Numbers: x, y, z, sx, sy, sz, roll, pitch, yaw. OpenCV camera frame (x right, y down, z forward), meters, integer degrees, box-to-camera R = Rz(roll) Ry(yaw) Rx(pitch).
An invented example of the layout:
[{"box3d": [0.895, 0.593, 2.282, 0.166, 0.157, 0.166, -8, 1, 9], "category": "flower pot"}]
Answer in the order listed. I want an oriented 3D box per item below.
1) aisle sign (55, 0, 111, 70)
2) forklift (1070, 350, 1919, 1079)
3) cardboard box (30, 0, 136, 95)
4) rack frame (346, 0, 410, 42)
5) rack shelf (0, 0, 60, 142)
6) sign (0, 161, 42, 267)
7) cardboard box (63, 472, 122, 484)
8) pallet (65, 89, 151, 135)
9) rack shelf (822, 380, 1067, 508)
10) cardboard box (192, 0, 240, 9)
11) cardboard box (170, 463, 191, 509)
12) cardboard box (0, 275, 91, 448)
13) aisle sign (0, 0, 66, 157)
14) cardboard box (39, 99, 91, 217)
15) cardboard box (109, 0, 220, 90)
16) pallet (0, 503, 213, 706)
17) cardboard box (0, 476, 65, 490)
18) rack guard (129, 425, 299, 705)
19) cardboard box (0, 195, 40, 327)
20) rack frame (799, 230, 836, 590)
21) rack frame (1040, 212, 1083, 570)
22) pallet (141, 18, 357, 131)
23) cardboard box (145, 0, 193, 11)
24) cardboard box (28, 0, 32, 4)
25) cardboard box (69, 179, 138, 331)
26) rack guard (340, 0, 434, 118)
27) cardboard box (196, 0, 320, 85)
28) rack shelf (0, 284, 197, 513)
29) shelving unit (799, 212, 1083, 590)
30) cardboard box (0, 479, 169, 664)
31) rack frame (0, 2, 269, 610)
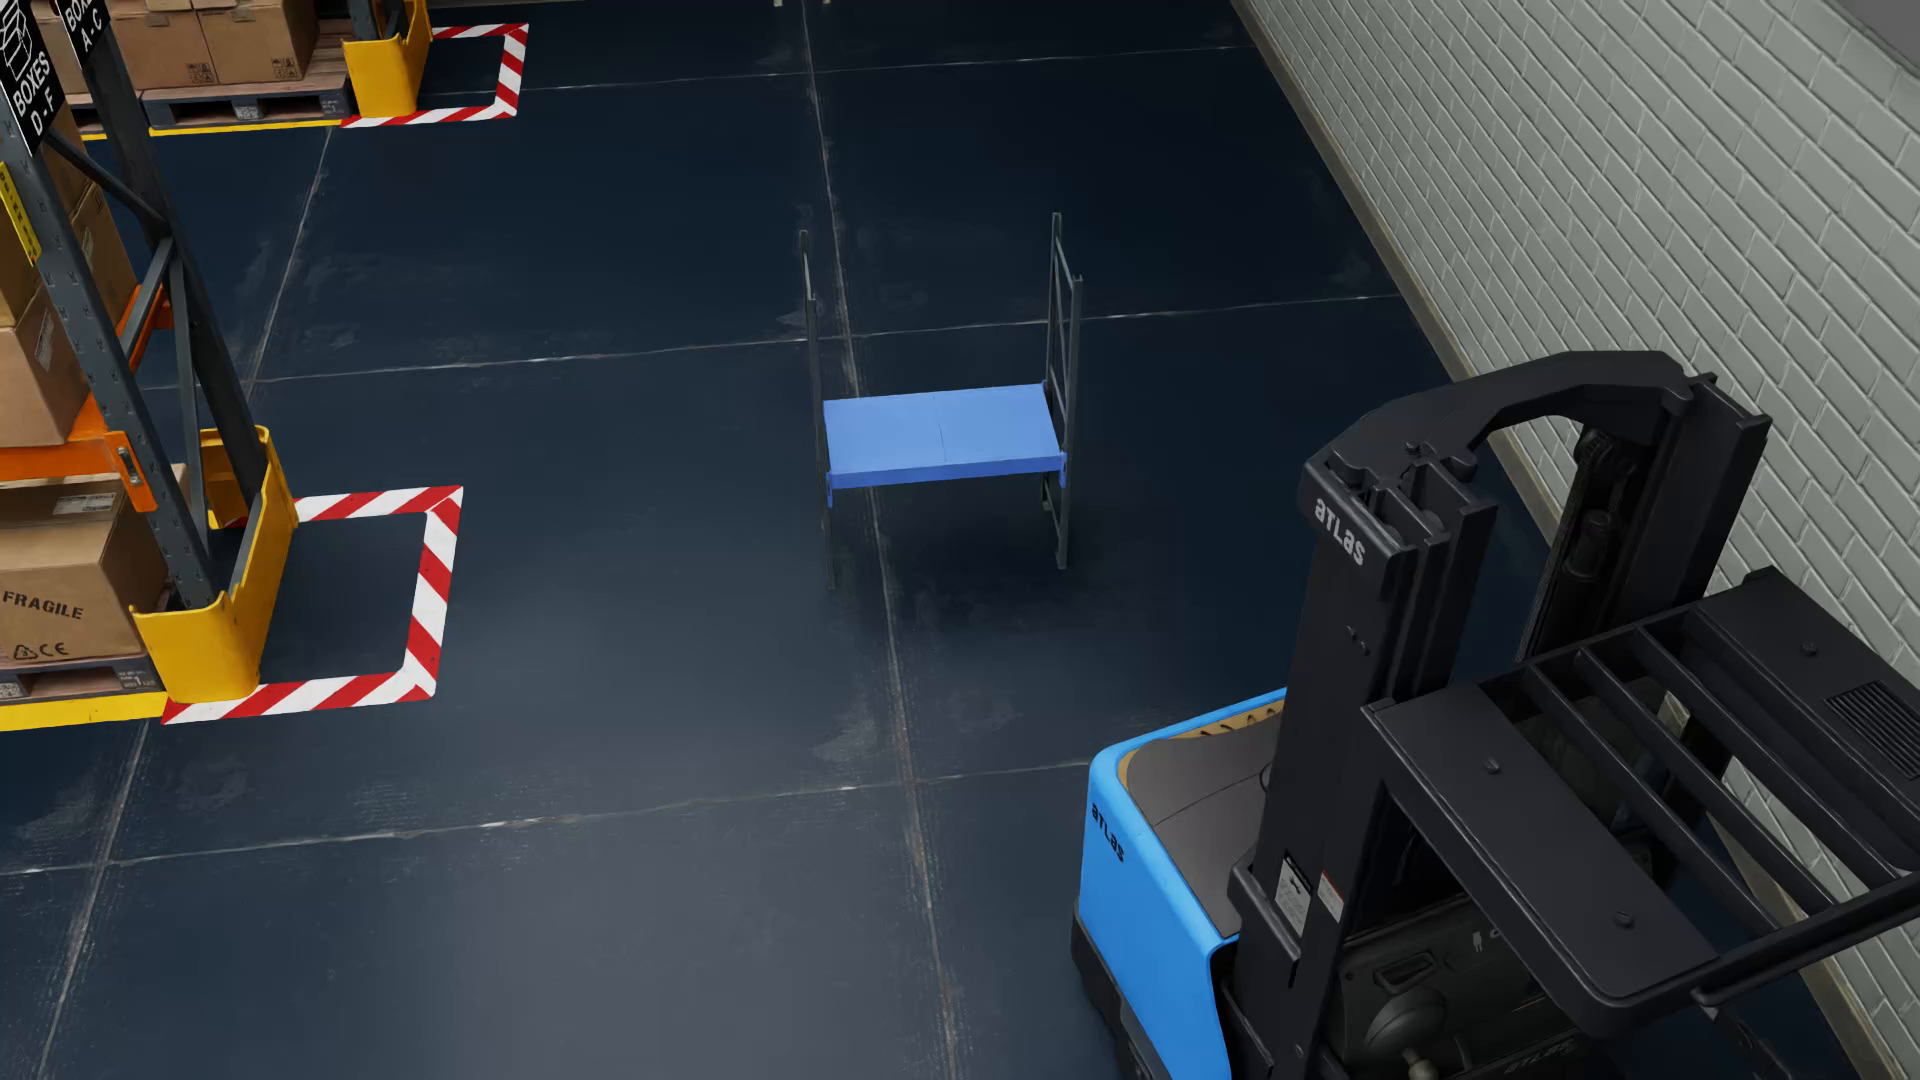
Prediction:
[{"box3d": [-3.006, -2.019, 5.523, 0.004, 0.787, 0.394, -5, 42, -6], "category": "aisle sign"}, {"box3d": [1.428, 1.147, 4.005, 1.130, 2.935, 3.031, -16, 44, -17], "category": "forklift"}, {"box3d": [-5.357, -3.156, 10.277, 0.500, 0.500, 0.700, -6, 42, -7], "category": "cardboard box"}, {"box3d": [-3.681, -4.143, 9.818, 0.127, 3.000, 1.000, -5, 42, -6], "category": "rack frame"}, {"box3d": [-5.019, -1.526, 5.215, 4.000, 0.370, 1.077, -5, 42, -6], "category": "rack shelf"}, {"box3d": [-2.983, -1.030, 5.267, 0.005, 0.325, 0.100, -5, 42, -6], "category": "sign"}, {"box3d": [-3.743, -0.135, 7.162, 0.250, 0.166, 0.380, -5, 42, -6], "category": "cardboard box"}, {"box3d": [-5.671, -2.882, 10.503, 1.213, 0.211, 1.003, -5, 42, -6], "category": "pallet"}, {"box3d": [-0.085, -0.416, 7.075, 1.000, 0.185, 0.538, -5, 42, -6], "category": "rack shelf"}, {"box3d": [-4.466, -3.352, 10.010, 0.250, 0.149, 0.380, -5, 42, -6], "category": "cardboard box"}, {"box3d": [-3.495, -0.150, 7.192, 0.250, 0.149, 0.380, -5, 42, -6], "category": "cardboard box"}, {"box3d": [-3.444, -0.671, 5.894, 0.500, 0.500, 0.500, -4, 42, -4], "category": "cardboard box"}, {"box3d": [-2.928, -1.621, 5.082, 0.004, 0.787, 0.394, -5, 42, -6], "category": "aisle sign"}, {"box3d": [-3.510, -1.398, 5.954, 0.500, 0.500, 0.500, -4, 42, -4], "category": "cardboard box"}, {"box3d": [-4.859, -3.200, 10.326, 0.500, 0.500, 0.700, -5, 42, -6], "category": "cardboard box"}, {"box3d": [-3.901, 0.259, 7.021, 1.213, 0.211, 1.003, -5, 42, -6], "category": "pallet"}, {"box3d": [-4.107, -0.093, 7.053, 0.500, 0.250, 0.500, -5, 42, -6], "category": "cardboard box"}, {"box3d": [-3.111, 0.082, 7.001, 0.348, 0.500, 1.175, -5, 42, -6], "category": "rack guard"}, {"box3d": [-3.441, -1.040, 5.558, 0.500, 0.500, 0.500, -5, 42, -6], "category": "cardboard box"}, {"box3d": [-0.589, -0.505, 6.906, 0.032, 1.500, 0.500, -5, 42, -6], "category": "rack frame"}, {"box3d": [0.419, -0.594, 7.004, 0.032, 1.500, 0.500, -5, 42, -6], "category": "rack frame"}, {"box3d": [-4.464, -2.986, 10.618, 1.213, 0.211, 1.003, -5, 42, -6], "category": "pallet"}, {"box3d": [-4.720, -3.329, 9.985, 0.250, 0.149, 0.380, -4, 42, -4], "category": "cardboard box"}, {"box3d": [-5.885, -3.104, 10.220, 0.500, 0.500, 0.700, -4, 42, -5], "category": "cardboard box"}, {"box3d": [-3.510, -1.027, 6.289, 0.500, 0.500, 0.500, -4, 42, -5], "category": "cardboard box"}, {"box3d": [-3.658, -3.217, 10.658, 0.348, 0.500, 1.175, -5, 42, -6], "category": "rack guard"}, {"box3d": [-4.363, -3.243, 10.374, 0.500, 0.500, 0.700, -5, 42, -6], "category": "cardboard box"}, {"box3d": [-5.019, -0.412, 6.220, 4.000, 0.370, 1.077, -5, 42, -6], "category": "rack shelf"}, {"box3d": [-0.085, -0.550, 6.955, 1.048, 1.500, 0.538, -5, 42, -6], "category": "shelving unit"}, {"box3d": [-3.543, 0.123, 6.628, 0.500, 0.500, 0.500, -5, 42, -6], "category": "cardboard box"}, {"box3d": [-3.036, -0.853, 6.171, 0.127, 3.000, 1.000, -5, 42, -6], "category": "rack frame"}]
